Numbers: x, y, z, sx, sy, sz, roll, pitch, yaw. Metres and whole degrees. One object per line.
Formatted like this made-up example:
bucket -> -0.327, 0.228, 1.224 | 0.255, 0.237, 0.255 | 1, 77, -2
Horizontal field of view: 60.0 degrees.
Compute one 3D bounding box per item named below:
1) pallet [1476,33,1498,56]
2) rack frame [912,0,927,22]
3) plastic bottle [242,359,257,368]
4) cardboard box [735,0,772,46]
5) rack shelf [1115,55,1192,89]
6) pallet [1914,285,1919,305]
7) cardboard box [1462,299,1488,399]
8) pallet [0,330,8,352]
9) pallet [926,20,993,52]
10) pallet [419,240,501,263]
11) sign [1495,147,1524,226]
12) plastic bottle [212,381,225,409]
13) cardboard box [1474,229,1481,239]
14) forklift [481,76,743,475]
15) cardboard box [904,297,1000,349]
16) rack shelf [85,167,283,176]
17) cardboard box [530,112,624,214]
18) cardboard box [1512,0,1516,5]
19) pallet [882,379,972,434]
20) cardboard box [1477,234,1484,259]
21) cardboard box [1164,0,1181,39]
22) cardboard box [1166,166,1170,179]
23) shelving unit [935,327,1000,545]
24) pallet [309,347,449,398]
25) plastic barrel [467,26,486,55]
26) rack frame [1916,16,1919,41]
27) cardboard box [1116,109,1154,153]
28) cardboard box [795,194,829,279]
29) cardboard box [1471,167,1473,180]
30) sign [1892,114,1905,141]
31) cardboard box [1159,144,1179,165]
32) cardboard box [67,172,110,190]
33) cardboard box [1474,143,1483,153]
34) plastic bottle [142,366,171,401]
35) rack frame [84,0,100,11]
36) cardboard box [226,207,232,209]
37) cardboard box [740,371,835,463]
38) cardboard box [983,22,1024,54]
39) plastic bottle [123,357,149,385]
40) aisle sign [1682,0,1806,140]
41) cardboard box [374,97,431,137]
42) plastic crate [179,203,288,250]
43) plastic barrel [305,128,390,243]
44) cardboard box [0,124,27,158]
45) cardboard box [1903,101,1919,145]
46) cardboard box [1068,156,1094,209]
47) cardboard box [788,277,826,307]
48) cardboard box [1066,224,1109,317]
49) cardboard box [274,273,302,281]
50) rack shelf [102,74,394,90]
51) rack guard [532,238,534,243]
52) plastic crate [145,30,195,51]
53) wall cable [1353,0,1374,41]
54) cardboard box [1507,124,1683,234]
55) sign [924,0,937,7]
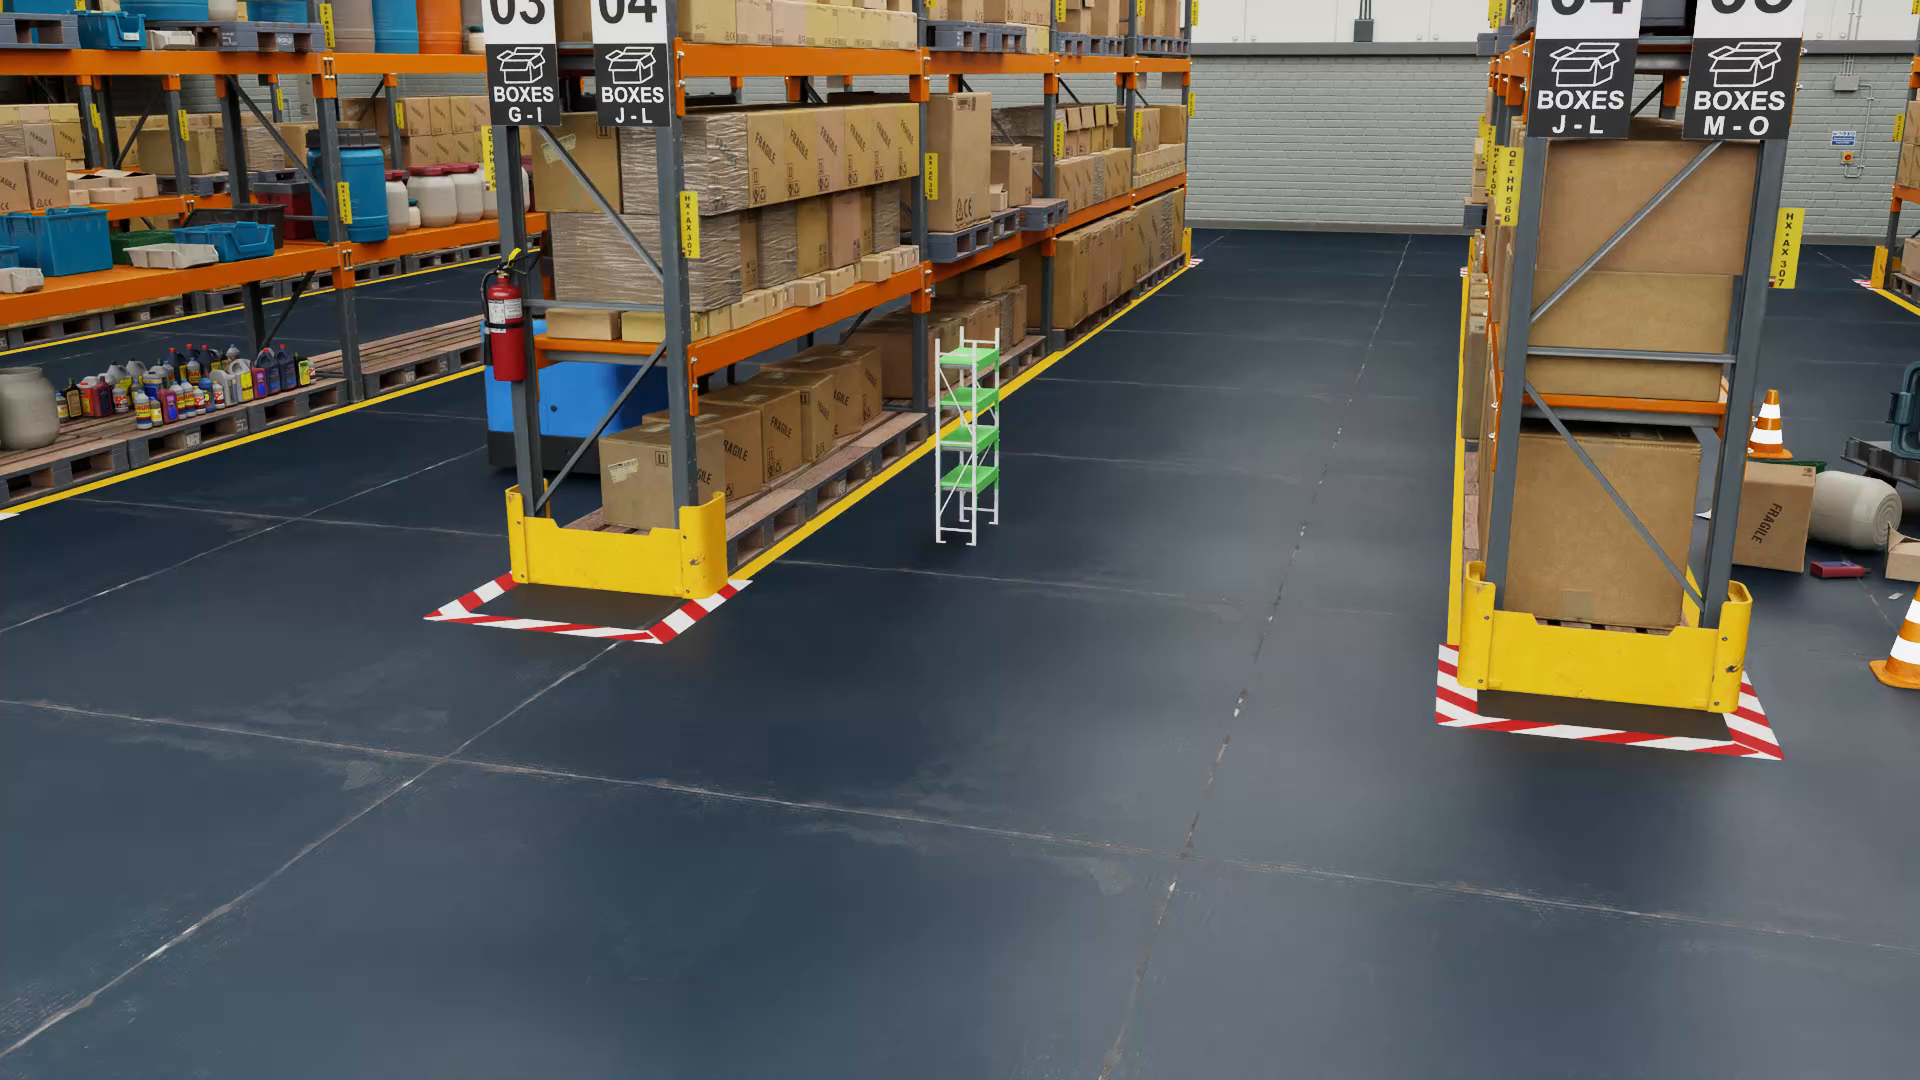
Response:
pallet -> 5.698, -4.854, 16.291 | 1.213, 0.211, 1.003 | 5, 16, 16
rack frame -> -0.733, -5.130, 11.424 | 1.000, 3.000, 0.127 | 5, 16, 16
plastic bottle -> -5.592, -1.293, 13.076 | 0.152, 0.276, 0.135 | 5, 16, 16
cardboard box -> -1.344, -2.810, 9.016 | 0.500, 0.250, 0.500 | 4, 16, 15
rack shelf -> 2.109, -5.957, 21.156 | 1.077, 0.370, 4.000 | 5, 16, 16
pallet -> 11.678, -2.740, 19.102 | 1.003, 0.211, 1.213 | 5, 16, 16
cardboard box -> 4.362, -1.374, 12.529 | 1.050, 0.750, 0.750 | 5, 16, 16
pallet -> -10.058, -1.867, 16.026 | 1.003, 0.211, 1.213 | 5, 16, 16
pallet -> -0.456, -3.750, 12.400 | 1.213, 0.211, 1.003 | 5, 16, 16
pallet -> -7.416, -4.264, 24.477 | 1.003, 0.211, 1.213 | 5, 16, 16
sign -> 2.341, -1.503, 7.075 | 0.100, 0.325, 0.005 | 5, 16, 16
plastic bottle -> -5.592, -1.092, 12.506 | 0.097, 0.201, 0.097 | 0, 16, 0
cardboard box -> 6.929, -3.978, 21.722 | 0.380, 0.149, 0.250 | 4, 16, 13
forklift -> -2.285, -2.201, 12.219 | 1.130, 2.935, 3.031 | 5, 17, 18
cardboard box -> -0.068, -1.828, 14.550 | 0.700, 0.500, 0.500 | 6, 17, 21
rack shelf -> -12.139, -5.666, 25.628 | 1.077, 0.370, 4.000 | 5, 16, 16
cardboard box -> -1.951, -2.033, 8.938 | 0.500, 0.500, 0.500 | 5, 16, 16
cardboard box -> 3.564, -3.336, 10.105 | 0.380, 0.149, 0.250 | 4, 16, 15
pallet -> -0.513, -1.106, 13.342 | 1.003, 0.211, 1.213 | 5, 16, 16
cardboard box -> 5.804, -3.113, 17.745 | 0.500, 0.250, 0.500 | 4, 16, 13
cardboard box -> 2.581, -6.984, 22.323 | 0.700, 0.500, 0.500 | 4, 16, 13
cardboard box -> 2.530, -4.808, 21.746 | 0.380, 0.149, 0.250 | 5, 16, 16
shelving unit -> 0.047, -0.621, 9.818 | 0.258, 1.200, 0.503 | 5, 16, 16
pallet -> -5.296, -1.495, 14.713 | 1.003, 0.211, 1.213 | 5, 16, 16
plastic barrel -> -4.483, -4.700, 15.659 | 0.301, 0.262, 0.301 | 0, 16, 0
rack frame -> 12.178, -7.501, 19.784 | 1.000, 3.000, 0.127 | 5, 16, 16
cardboard box -> 2.069, -5.002, 20.324 | 0.500, 0.500, 0.500 | 5, 16, 16
cardboard box -> -1.323, -1.928, 10.400 | 0.875, 0.500, 0.500 | 5, 16, 16
cardboard box -> 5.714, -3.939, 17.912 | 0.380, 0.149, 0.250 | 4, 16, 13
sign -> 11.648, -5.114, 20.631 | 0.100, 0.325, 0.005 | 5, 16, 16
cardboard box -> 2.649, -5.174, 22.304 | 0.500, 0.250, 0.500 | 4, 16, 15
cardboard box -> -9.533, -3.798, 17.885 | 0.500, 0.311, 0.500 | 4, 16, 15
cardboard box -> 5.348, -3.887, 16.638 | 0.380, 0.149, 0.250 | 5, 17, 18
plastic bottle -> -6.134, -1.185, 12.694 | 0.152, 0.276, 0.135 | 5, 16, 16
rack frame -> -9.093, -6.946, 17.826 | 1.000, 3.000, 0.127 | 5, 16, 16
cardboard box -> -11.815, -5.213, 26.524 | 0.700, 0.500, 0.500 | 5, 16, 16
cardboard box -> -1.142, -0.823, 11.044 | 0.500, 0.500, 0.500 | 3, 16, 11
cardboard box -> 0.230, -4.256, 14.114 | 0.500, 0.250, 0.500 | 5, 17, 17
plastic bottle -> -6.284, -1.226, 12.701 | 0.144, 0.351, 0.185 | 4, 16, 15
aisle sign -> 3.124, -1.995, 6.602 | 0.394, 0.787, 0.004 | 5, 16, 16
cardboard box -> -7.553, -5.737, 22.542 | 0.500, 0.500, 0.500 | 5, 17, 17
plastic crate -> -5.753, -2.471, 13.157 | 0.767, 0.338, 0.504 | 5, 16, 16
plastic barrel -> -5.082, -2.947, 13.802 | 0.600, 0.901, 0.708 | 5, 16, 16
cardboard box -> -12.883, -5.285, 22.199 | 0.500, 0.500, 0.500 | 5, 16, 16
cardboard box -> 11.769, -5.040, 20.087 | 0.500, 0.500, 0.500 | 4, 16, 15
cardboard box -> 1.089, -3.714, 17.243 | 0.500, 0.500, 0.500 | 4, 16, 15
cardboard box -> -1.041, -1.517, 10.142 | 0.380, 0.149, 0.250 | 5, 16, 16
cardboard box -> 0.880, -2.882, 17.616 | 1.225, 0.875, 0.875 | 5, 16, 16
cardboard box -> -8.399, -3.434, 20.213 | 0.500, 0.500, 0.500 | 4, 16, 15
rack shelf -> -8.525, -5.680, 20.178 | 1.077, 0.370, 4.000 | 5, 16, 16
rack guard -> -6.841, -4.930, 26.294 | 1.175, 0.500, 0.348 | 5, 16, 16
plastic crate -> -5.550, -3.493, 11.633 | 0.243, 0.136, 0.396 | 5, 16, 16
wall cable -> 7.589, -11.029, 26.327 | 2.277, 5.999, 0.120 | 5, 16, 16
cardboard box -> 3.383, -1.908, 8.804 | 0.875, 0.550, 0.500 | 5, 16, 16
sign -> -0.211, -3.895, 11.622 | 0.100, 0.325, 0.005 | 5, 16, 16
